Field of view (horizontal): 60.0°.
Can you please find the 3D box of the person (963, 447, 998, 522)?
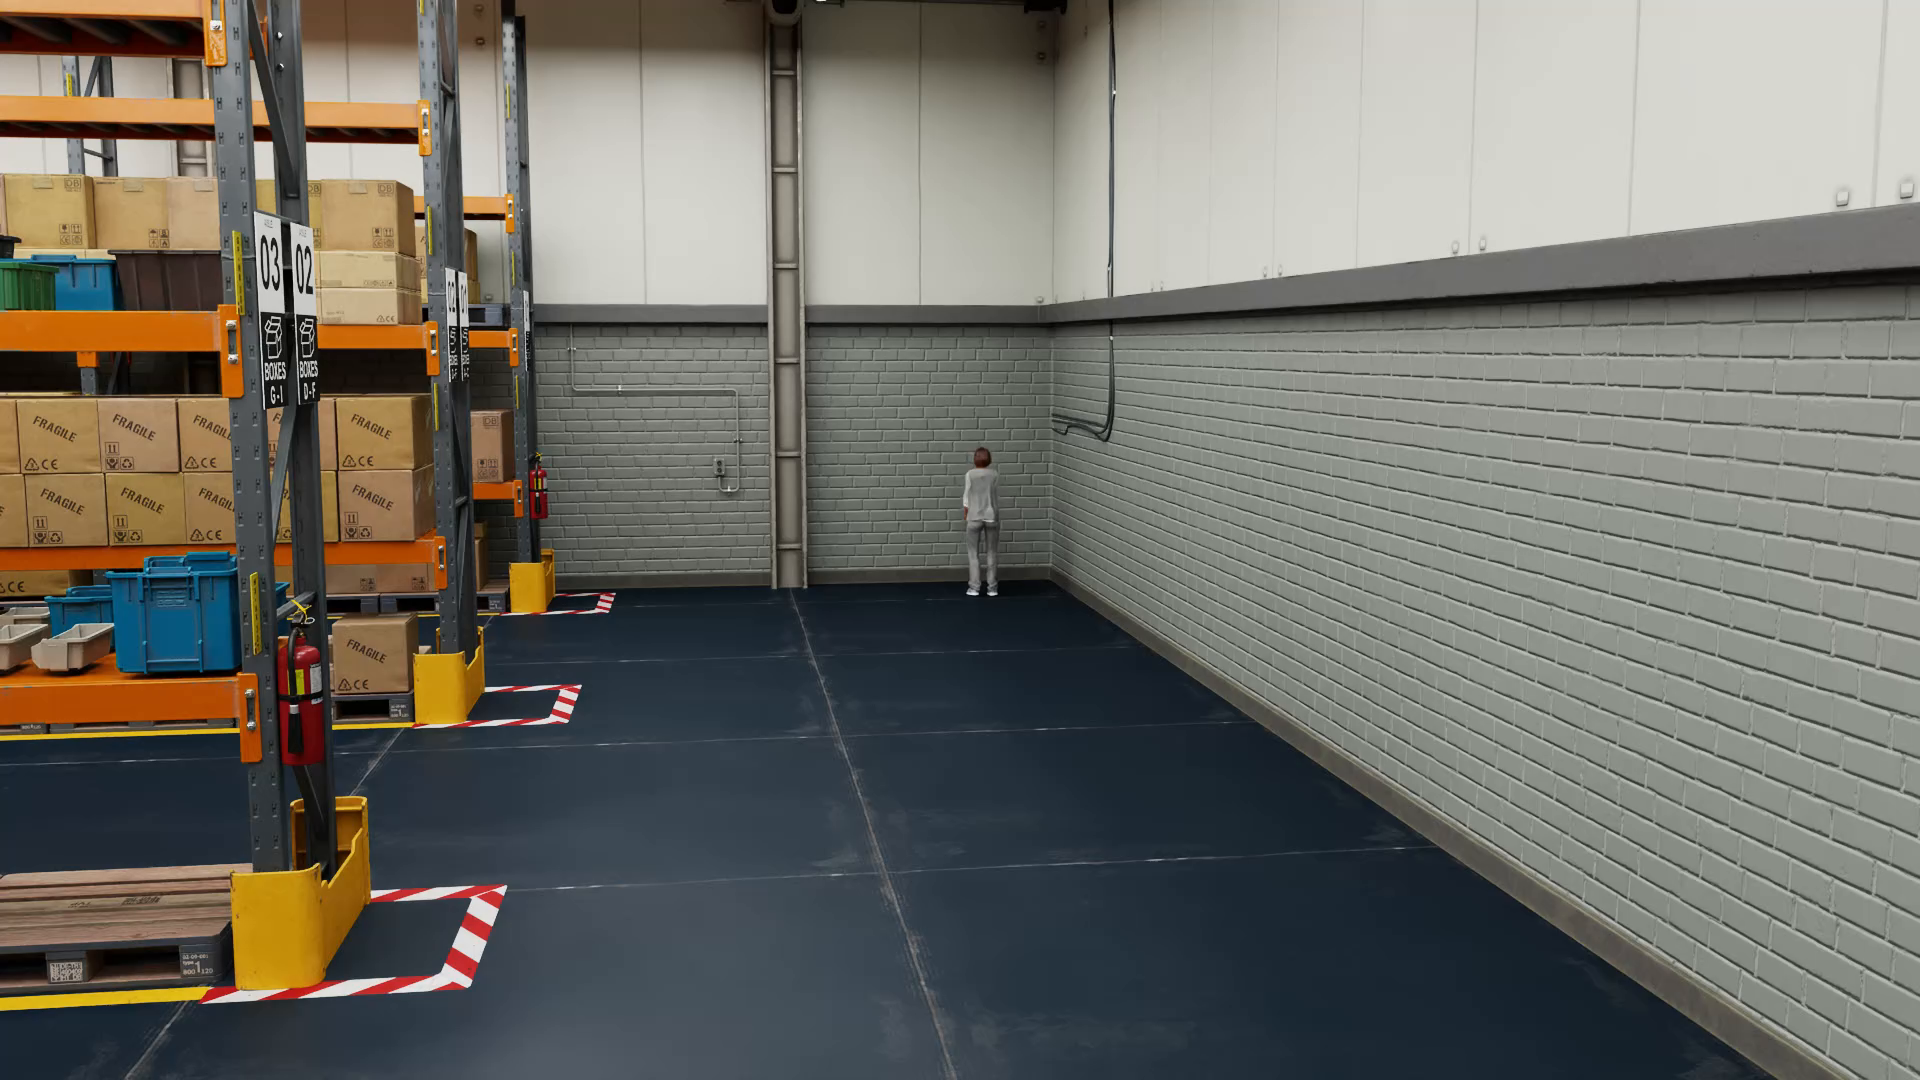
[{"bbox_3d":[0.223,-0.601,17.722,0.375,0.797,0.492,-1,7,-9],"label":"person"}]
